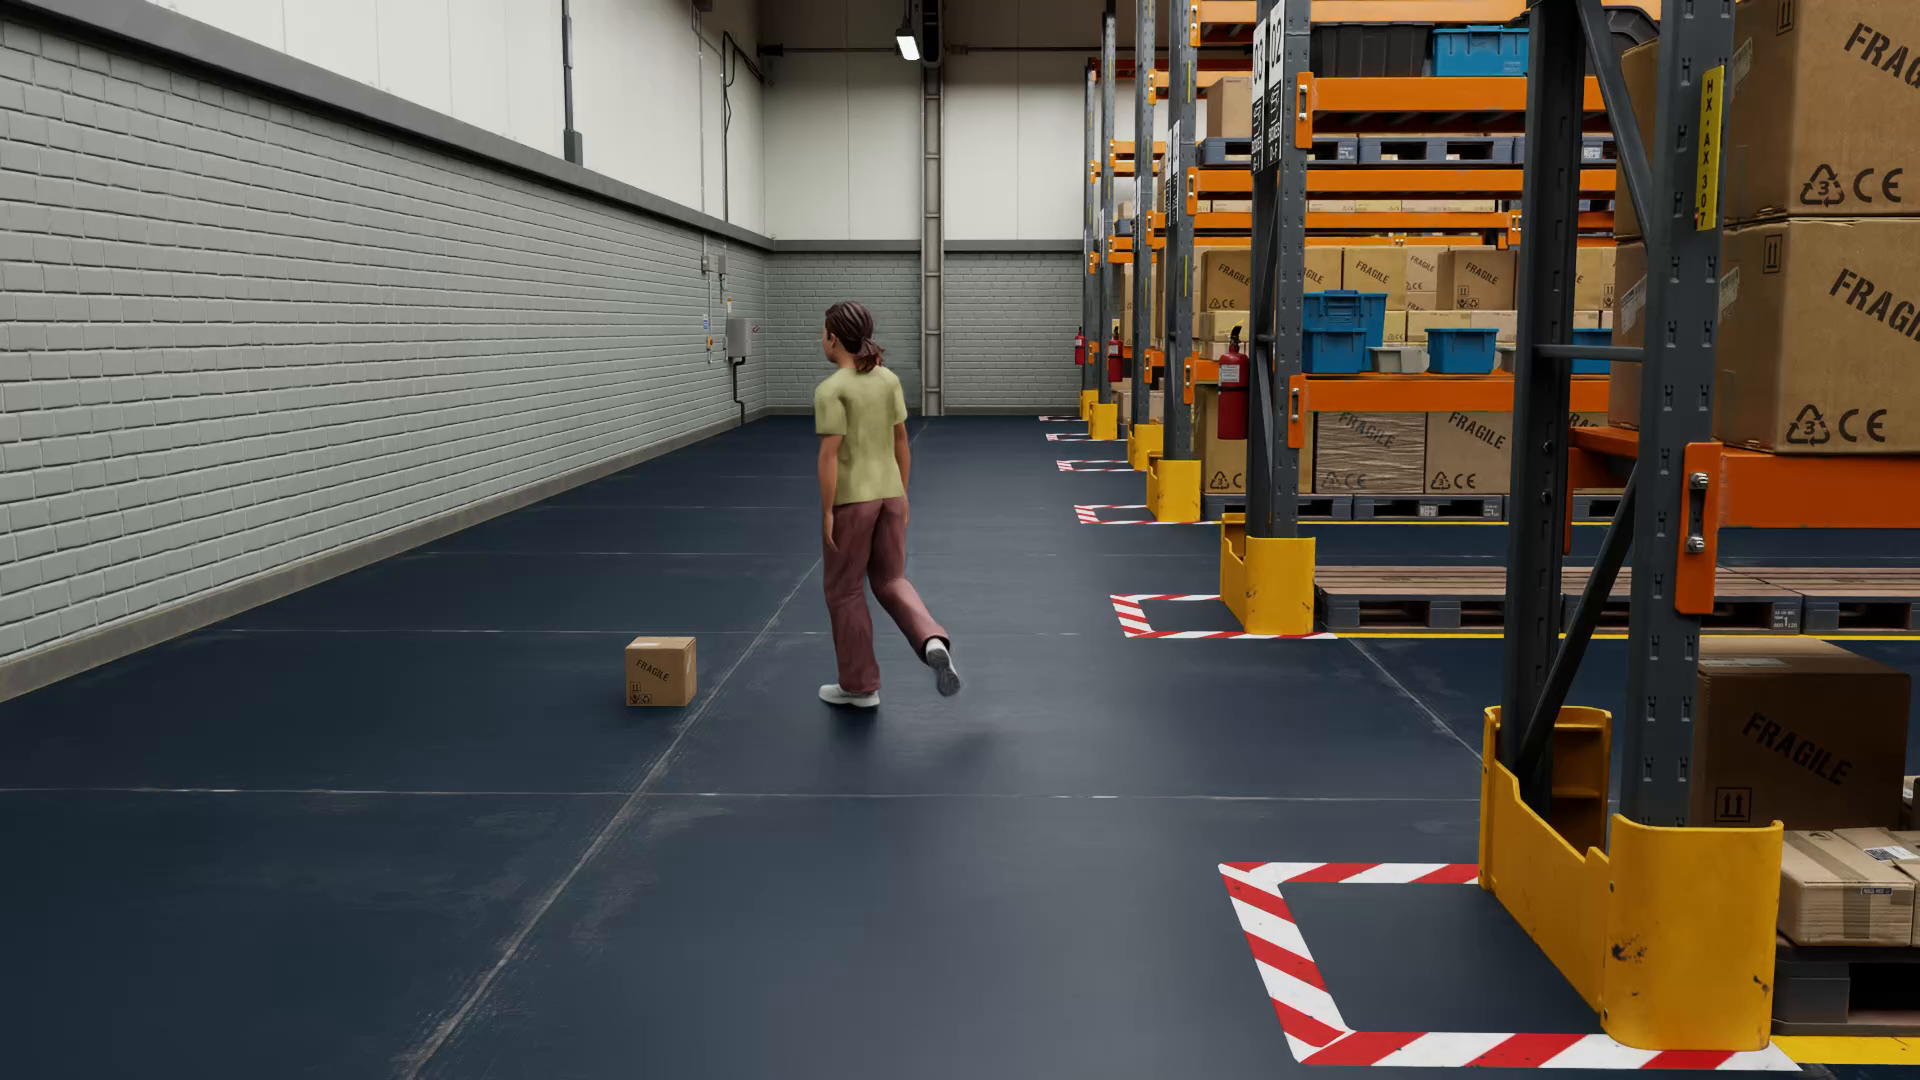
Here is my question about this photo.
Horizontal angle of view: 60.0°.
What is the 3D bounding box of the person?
[{"bbox_3d":[-0.351,-0.120,6.668,0.513,1.660,0.713,-7,10,-43],"label":"person"}]
